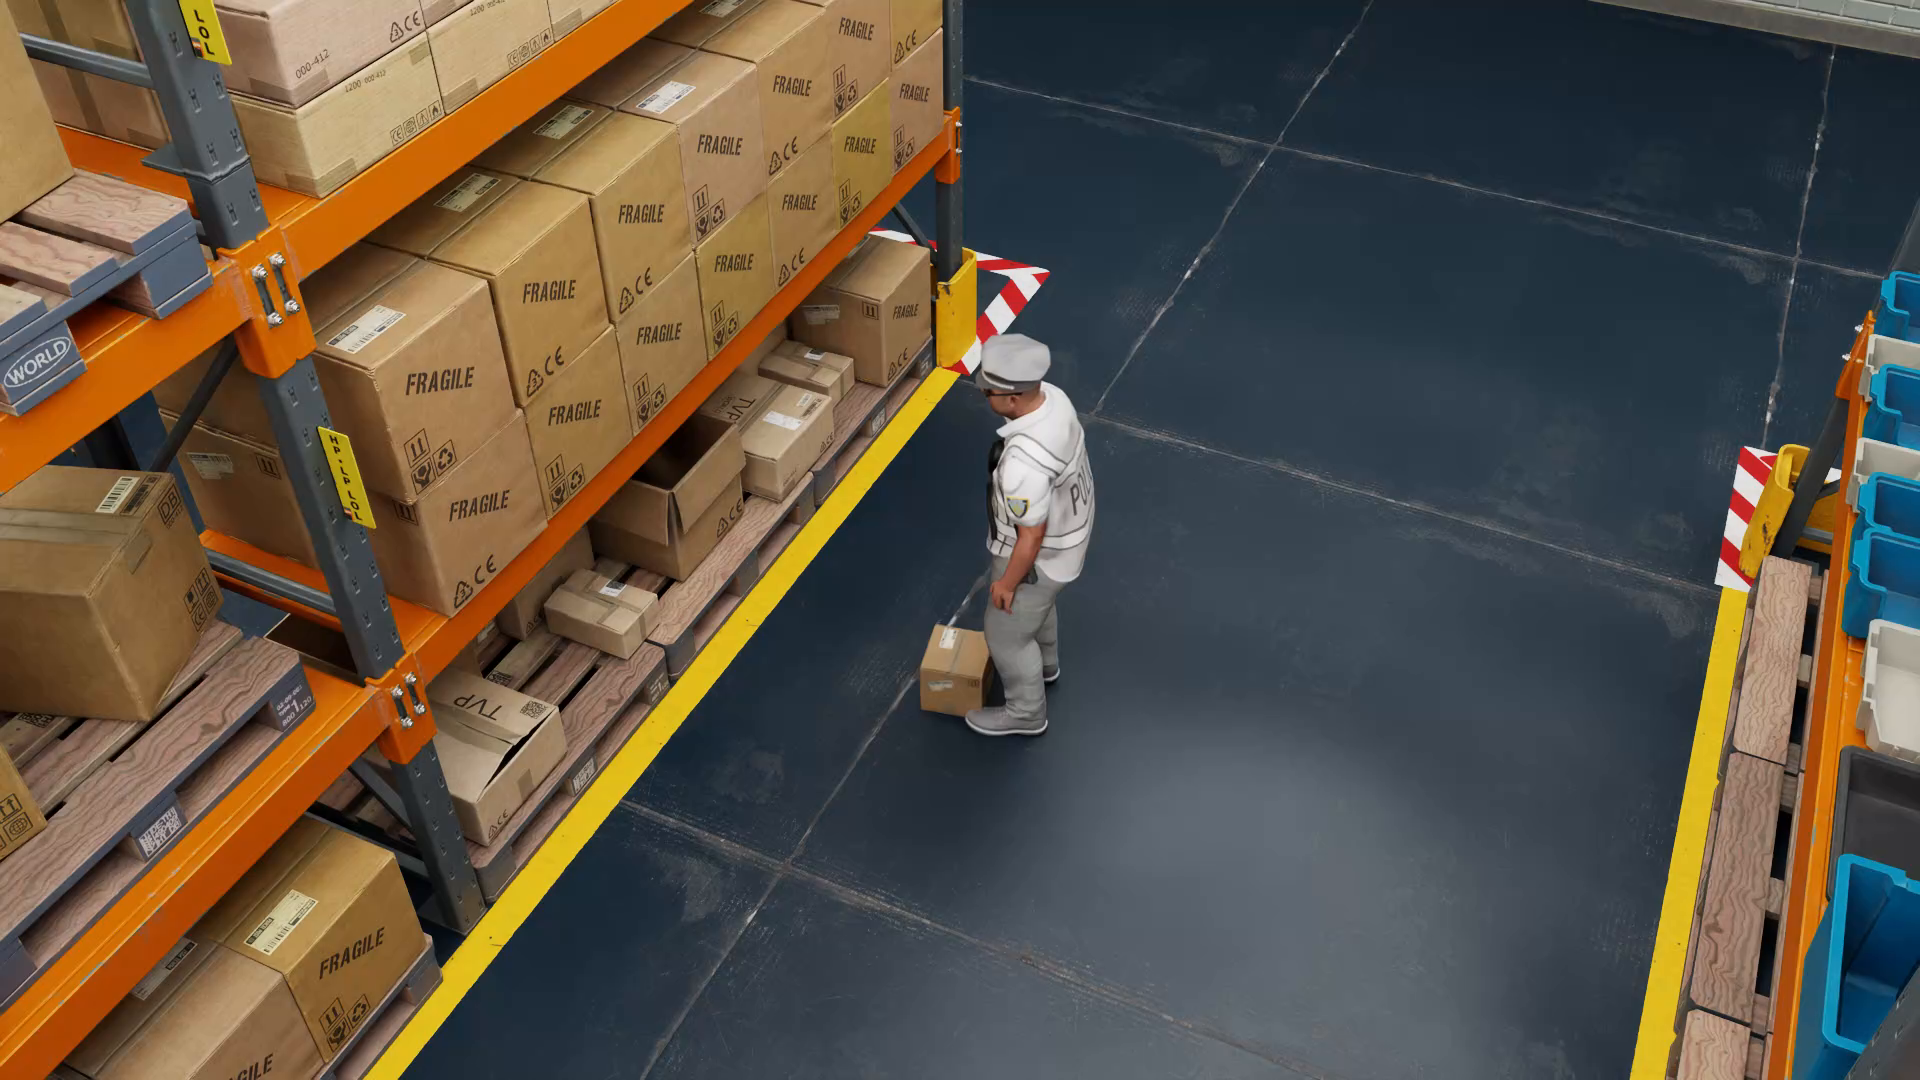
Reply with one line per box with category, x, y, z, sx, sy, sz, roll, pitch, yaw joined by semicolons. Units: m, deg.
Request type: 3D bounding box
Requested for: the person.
person;0.265;0.011;6.141;0.434;1.748;0.580;9;42;10
